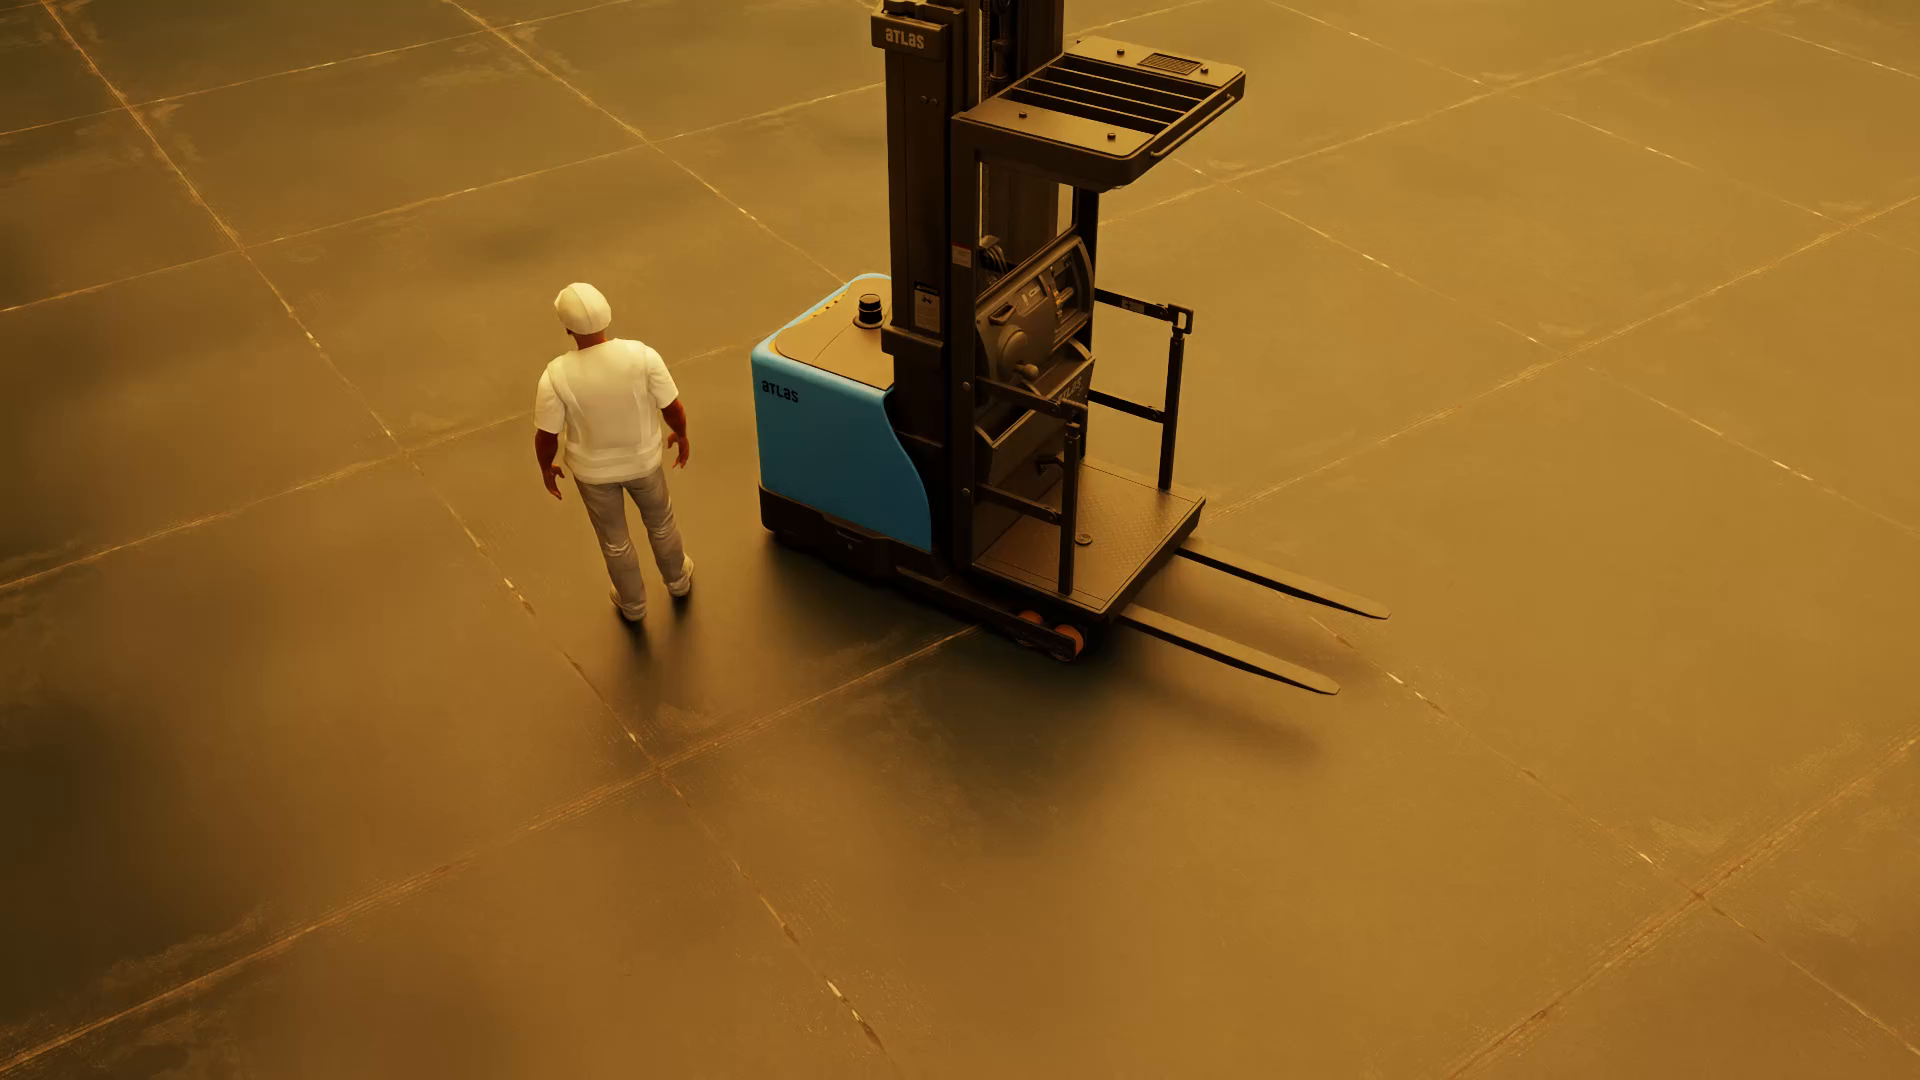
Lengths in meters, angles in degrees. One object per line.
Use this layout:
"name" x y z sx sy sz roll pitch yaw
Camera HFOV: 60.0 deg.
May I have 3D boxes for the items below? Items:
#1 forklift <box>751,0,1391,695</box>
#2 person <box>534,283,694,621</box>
"forklift" 0.514 -0.985 7.276 3.031 2.935 1.130 21 41 26
"person" -1.543 -0.404 7.391 0.666 1.765 0.577 -12 38 -15
